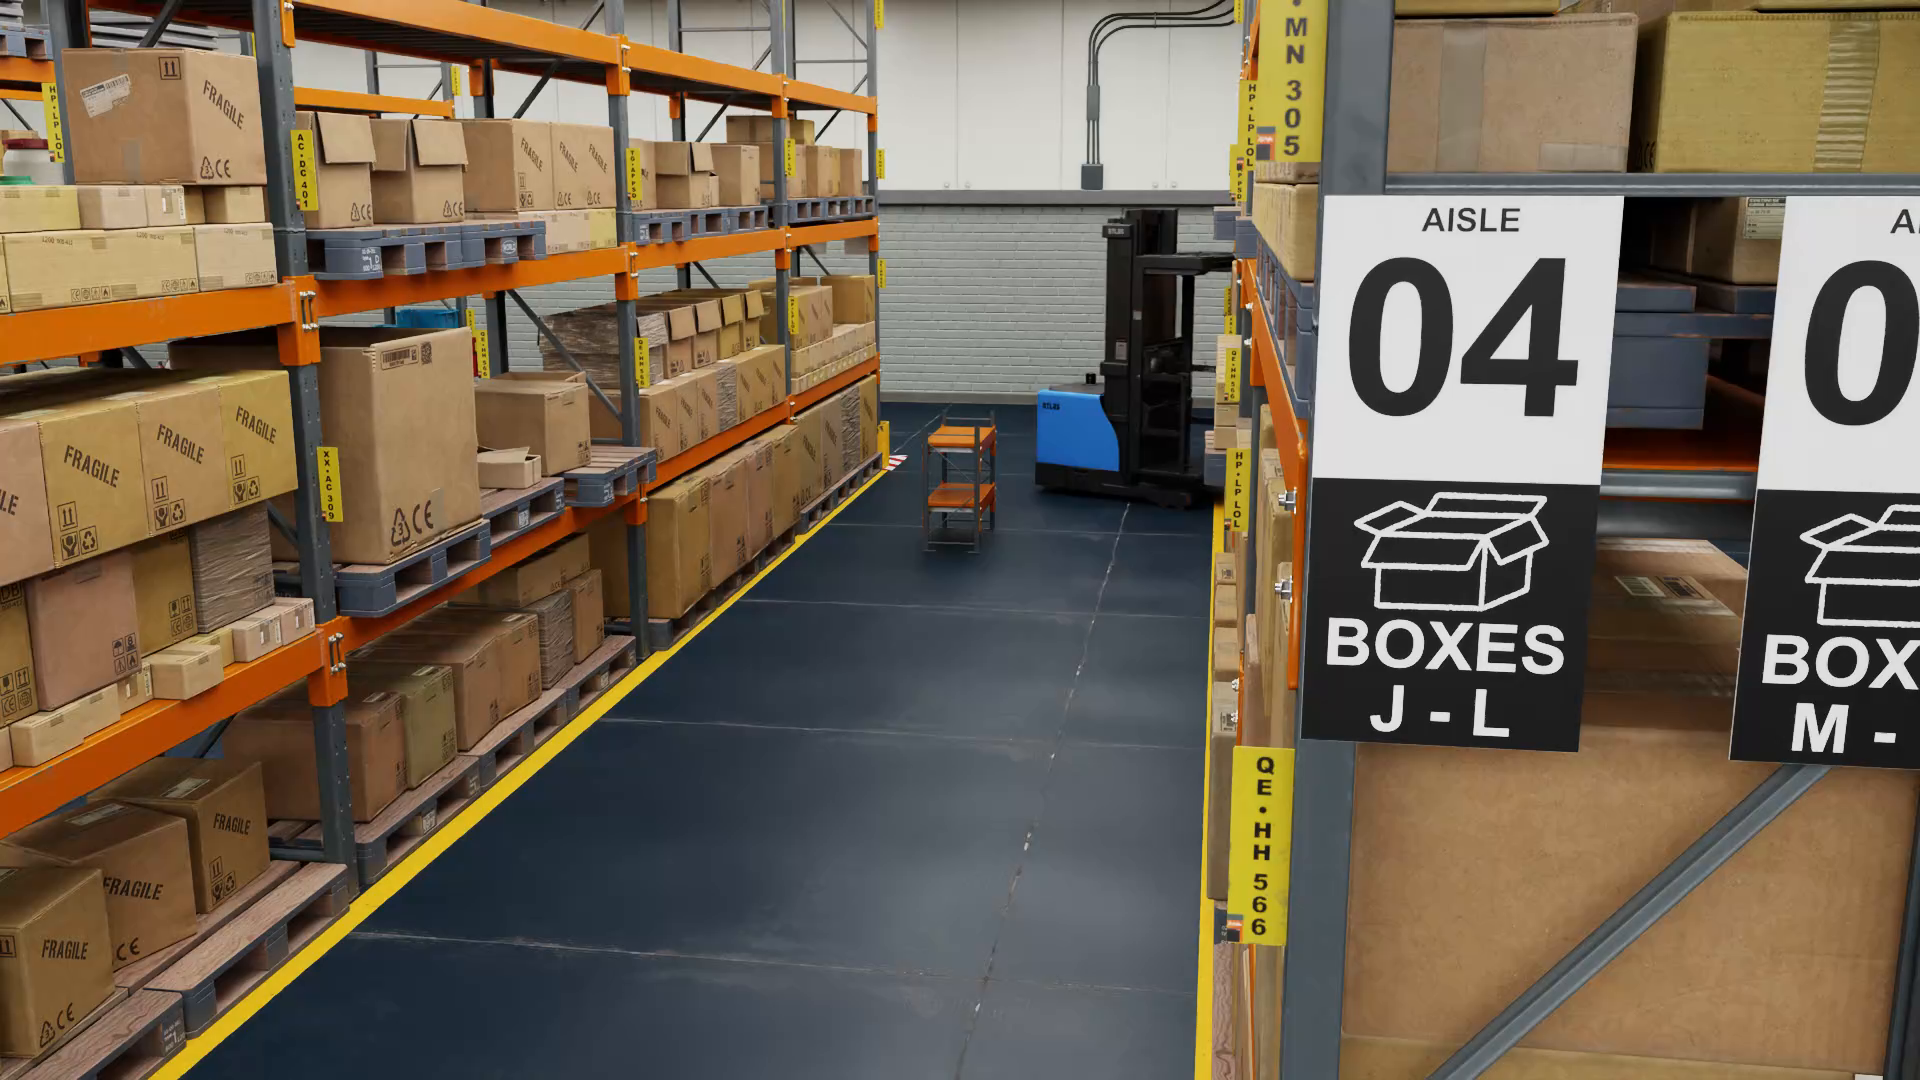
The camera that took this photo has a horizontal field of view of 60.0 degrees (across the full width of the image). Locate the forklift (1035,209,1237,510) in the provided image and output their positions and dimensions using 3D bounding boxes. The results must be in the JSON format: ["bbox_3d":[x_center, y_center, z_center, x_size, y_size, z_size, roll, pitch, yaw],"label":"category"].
[{"bbox_3d":[2.293,-1.863,16.938,3.031,2.935,1.130,9,15,35],"label":"forklift"}]

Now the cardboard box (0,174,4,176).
[{"bbox_3d":[-11.110,-4.071,19.067,0.500,0.250,0.500,2,12,9],"label":"cardboard box"}]

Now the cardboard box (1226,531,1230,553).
[{"bbox_3d":[2.228,0.169,12.282,0.500,0.500,0.500,1,12,6],"label":"cardboard box"}]

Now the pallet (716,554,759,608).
[{"bbox_3d":[-2.264,0.283,13.436,1.003,0.211,1.213,2,12,9],"label":"pallet"}]

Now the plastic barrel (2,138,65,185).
[{"bbox_3d":[-7.420,-2.938,13.323,0.433,0.535,0.433,0,12,0],"label":"plastic barrel"}]

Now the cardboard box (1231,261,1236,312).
[{"bbox_3d":[2.887,-2.428,16.080,0.500,0.500,0.500,1,12,7],"label":"cardboard box"}]

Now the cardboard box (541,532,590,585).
[{"bbox_3d":[-2.723,0.115,10.704,0.500,0.250,0.500,2,12,11],"label":"cardboard box"}]

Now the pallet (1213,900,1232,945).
[{"bbox_3d":[1.665,1.549,7.561,1.003,0.211,1.213,2,12,9],"label":"pallet"}]

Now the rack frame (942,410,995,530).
[{"bbox_3d":[0.079,-0.657,15.629,0.500,1.125,0.032,2,12,9],"label":"rack frame"}]

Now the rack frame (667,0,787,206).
[{"bbox_3d":[-2.034,-4.431,14.449,1.000,3.000,0.127,2,12,9],"label":"rack frame"}]

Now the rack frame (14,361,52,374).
[{"bbox_3d":[-11.207,-2.652,20.438,1.000,3.000,0.127,2,12,9],"label":"rack frame"}]

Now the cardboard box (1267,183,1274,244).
[{"bbox_3d":[0.918,-0.761,3.902,0.380,0.149,0.250,2,12,9],"label":"cardboard box"}]

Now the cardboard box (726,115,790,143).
[{"bbox_3d":[-1.883,-3.830,15.528,0.500,0.250,0.500,1,12,5],"label":"cardboard box"}]

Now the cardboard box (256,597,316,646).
[{"bbox_3d":[-3.007,0.344,7.128,0.380,0.149,0.250,2,12,9],"label":"cardboard box"}]

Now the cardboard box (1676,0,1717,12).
[{"bbox_3d":[1.411,-0.917,2.735,0.380,0.149,0.250,2,12,9],"label":"cardboard box"}]

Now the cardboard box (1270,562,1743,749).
[{"bbox_3d":[1.095,0.387,3.415,0.875,0.550,0.550,2,12,9],"label":"cardboard box"}]

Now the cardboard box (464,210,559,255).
[{"bbox_3d":[-2.623,-1.743,9.455,0.500,0.250,0.500,2,12,10],"label":"cardboard box"}]

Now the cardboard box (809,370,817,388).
[{"bbox_3d":[-1.580,-1.536,15.852,0.380,0.149,0.250,2,12,11],"label":"cardboard box"}]

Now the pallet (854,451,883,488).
[{"bbox_3d":[-1.465,-0.799,18.455,1.003,0.211,1.213,2,12,9],"label":"pallet"}]

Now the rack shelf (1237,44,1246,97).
[{"bbox_3d":[3.159,-4.312,15.614,1.077,0.370,4.000,2,12,9],"label":"rack shelf"}]

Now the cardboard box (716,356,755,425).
[{"bbox_3d":[-1.993,-1.229,13.595,0.500,0.500,0.500,2,12,8],"label":"cardboard box"}]

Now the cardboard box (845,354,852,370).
[{"bbox_3d":[-1.343,-1.856,17.341,0.380,0.149,0.250,2,12,9],"label":"cardboard box"}]

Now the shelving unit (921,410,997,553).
[{"bbox_3d":[0.001,-0.551,15.138,0.538,1.125,1.048,2,12,9],"label":"shelving unit"}]

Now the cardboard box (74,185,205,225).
[{"bbox_3d":[-3.160,-1.291,6.410,0.380,0.149,0.250,2,12,9],"label":"cardboard box"}]

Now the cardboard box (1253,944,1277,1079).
[{"bbox_3d":[1.081,0.914,3.531,0.875,0.550,0.550,2,12,9],"label":"cardboard box"}]

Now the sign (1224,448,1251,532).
[{"bbox_3d":[1.083,-0.194,6.469,0.100,0.325,0.005,2,12,9],"label":"sign"}]

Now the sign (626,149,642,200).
[{"bbox_3d":[-2.113,-2.366,10.763,0.100,0.325,0.005,2,12,9],"label":"sign"}]

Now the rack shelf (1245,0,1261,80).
[{"bbox_3d":[1.928,-2.453,7.928,1.077,0.370,4.000,2,12,9],"label":"rack shelf"}]

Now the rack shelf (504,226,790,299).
[{"bbox_3d":[-2.342,-2.196,12.909,1.077,0.370,4.000,2,12,9],"label":"rack shelf"}]

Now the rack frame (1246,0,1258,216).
[{"bbox_3d":[2.236,-3.416,9.742,1.000,3.000,0.127,2,12,9],"label":"rack frame"}]

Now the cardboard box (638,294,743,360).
[{"bbox_3d":[-2.241,-1.762,13.686,0.797,0.503,0.637,2,12,9],"label":"cardboard box"}]

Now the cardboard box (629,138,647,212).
[{"bbox_3d":[-2.627,-2.517,11.446,0.797,0.503,0.637,3,12,12],"label":"cardboard box"}]

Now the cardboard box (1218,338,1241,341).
[{"bbox_3d":[2.299,-1.564,13.576,0.380,0.149,0.250,2,12,10],"label":"cardboard box"}]

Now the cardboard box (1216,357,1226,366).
[{"bbox_3d":[2.060,-1.243,12.085,0.380,0.149,0.250,2,12,11],"label":"cardboard box"}]

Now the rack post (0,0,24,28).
[{"bbox_3d":[-7.472,-3.874,12.044,0.954,0.300,0.937,2,12,9],"label":"rack post"}]

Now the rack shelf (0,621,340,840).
[{"bbox_3d":[-3.572,0.935,5.498,1.077,0.370,4.000,2,12,9],"label":"rack shelf"}]

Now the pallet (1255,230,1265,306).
[{"bbox_3d":[1.485,-0.904,5.415,1.003,0.211,1.213,2,12,9],"label":"pallet"}]

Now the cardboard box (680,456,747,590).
[{"bbox_3d":[-2.378,-0.160,12.920,1.225,0.875,0.875,2,12,9],"label":"cardboard box"}]

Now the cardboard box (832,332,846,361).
[{"bbox_3d":[-1.464,-1.973,16.936,0.500,0.250,0.500,2,12,9],"label":"cardboard box"}]

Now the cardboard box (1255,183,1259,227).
[{"bbox_3d":[1.151,-1.078,5.374,0.380,0.149,0.250,2,12,9],"label":"cardboard box"}]

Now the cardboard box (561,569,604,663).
[{"bbox_3d":[-2.733,0.482,10.784,0.700,0.500,0.500,1,12,6],"label":"cardboard box"}]

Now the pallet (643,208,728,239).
[{"bbox_3d":[-2.434,-2.408,12.632,1.003,0.211,1.213,2,12,11],"label":"pallet"}]

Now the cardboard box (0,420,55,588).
[{"bbox_3d":[-3.296,-0.101,5.282,0.500,0.500,0.500,2,12,9],"label":"cardboard box"}]

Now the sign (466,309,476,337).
[{"bbox_3d":[-5.767,-2.557,19.605,0.100,0.325,0.005,2,12,9],"label":"sign"}]

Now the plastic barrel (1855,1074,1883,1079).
[{"bbox_3d":[2.962,1.894,5.455,0.421,0.421,0.512,-10,16,-40],"label":"plastic barrel"}]

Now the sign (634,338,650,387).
[{"bbox_3d":[-2.112,-1.177,11.031,0.100,0.325,0.005,2,12,9],"label":"sign"}]

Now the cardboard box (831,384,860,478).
[{"bbox_3d":[-1.578,-1.172,17.615,0.875,0.875,0.875,2,12,9],"label":"cardboard box"}]

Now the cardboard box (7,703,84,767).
[{"bbox_3d":[-3.252,0.656,5.682,0.380,0.149,0.250,2,12,9],"label":"cardboard box"}]

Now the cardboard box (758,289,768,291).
[{"bbox_3d":[-2.146,-2.145,15.954,0.500,0.500,0.500,2,12,9],"label":"cardboard box"}]

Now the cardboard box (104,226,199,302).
[{"bbox_3d":[-3.167,-1.014,6.071,0.500,0.250,0.500,2,12,10],"label":"cardboard box"}]

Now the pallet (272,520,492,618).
[{"bbox_3d":[-3.003,0.107,8.090,1.003,0.211,1.213,2,12,9],"label":"pallet"}]

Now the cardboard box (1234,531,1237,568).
[{"bbox_3d":[1.668,-0.133,8.511,0.500,0.500,0.500,2,12,8],"label":"cardboard box"}]

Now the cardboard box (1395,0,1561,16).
[{"bbox_3d":[0.722,-0.887,2.595,0.380,0.149,0.250,2,12,9],"label":"cardboard box"}]

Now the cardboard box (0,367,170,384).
[{"bbox_3d":[-3.585,-0.430,6.810,0.500,0.500,0.500,2,12,9],"label":"cardboard box"}]

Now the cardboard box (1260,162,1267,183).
[{"bbox_3d":[1.116,-1.141,4.719,0.500,0.250,0.500,2,12,8],"label":"cardboard box"}]

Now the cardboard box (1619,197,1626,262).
[{"bbox_3d":[1.491,-0.635,3.318,0.380,0.149,0.250,2,12,9],"label":"cardboard box"}]

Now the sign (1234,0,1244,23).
[{"bbox_3d":[2.930,-5.595,17.444,0.100,0.325,0.005,2,12,9],"label":"sign"}]

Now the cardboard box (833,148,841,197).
[{"bbox_3d":[-1.652,-3.877,17.528,0.700,0.500,0.500,1,12,7],"label":"cardboard box"}]

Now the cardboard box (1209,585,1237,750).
[{"bbox_3d":[1.922,0.717,9.147,1.050,0.750,0.750,2,12,10],"label":"cardboard box"}]
